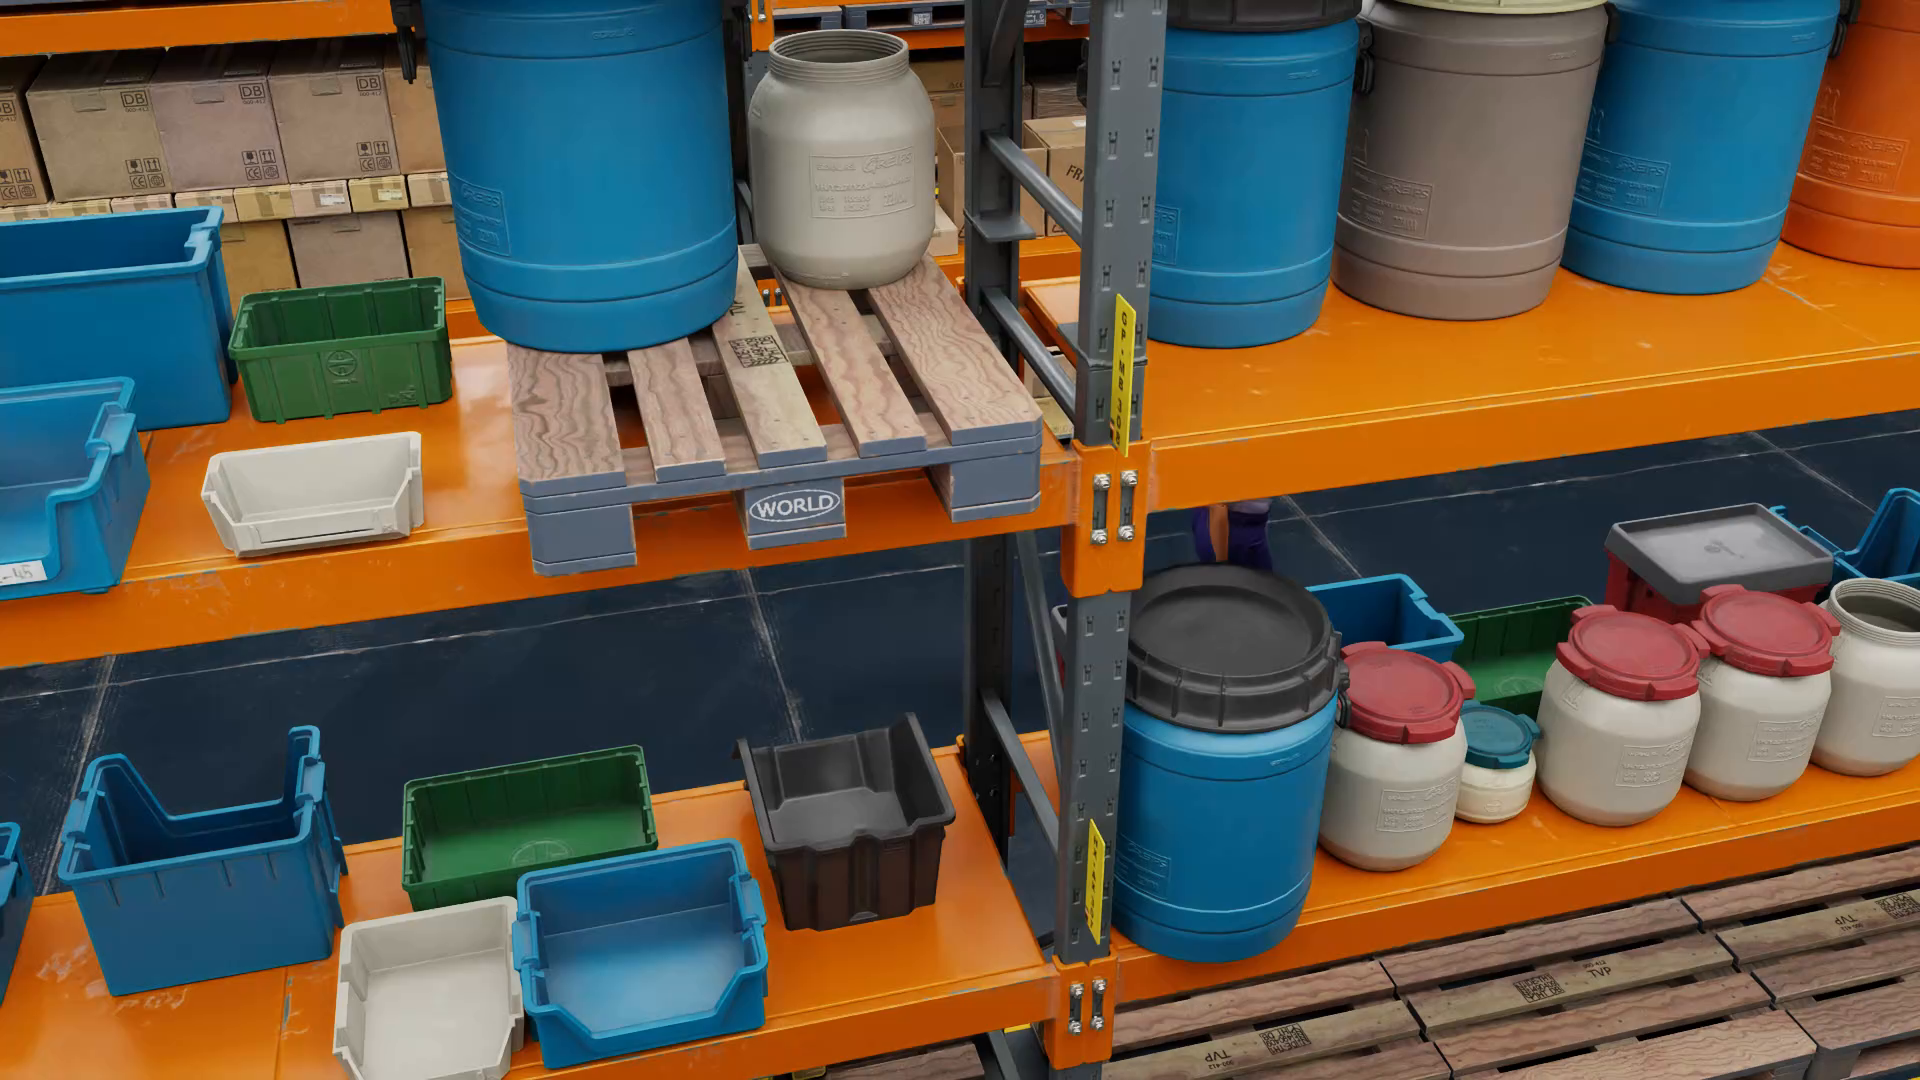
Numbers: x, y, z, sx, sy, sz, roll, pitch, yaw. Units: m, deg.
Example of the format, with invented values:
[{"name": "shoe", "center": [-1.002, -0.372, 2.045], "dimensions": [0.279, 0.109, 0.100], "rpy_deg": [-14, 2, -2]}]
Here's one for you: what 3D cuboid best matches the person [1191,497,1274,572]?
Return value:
[{"name": "person", "center": [1.195, -0.041, 7.182], "dimensions": [0.738, 1.617, 0.489], "rpy_deg": [1, 30, 2]}]
